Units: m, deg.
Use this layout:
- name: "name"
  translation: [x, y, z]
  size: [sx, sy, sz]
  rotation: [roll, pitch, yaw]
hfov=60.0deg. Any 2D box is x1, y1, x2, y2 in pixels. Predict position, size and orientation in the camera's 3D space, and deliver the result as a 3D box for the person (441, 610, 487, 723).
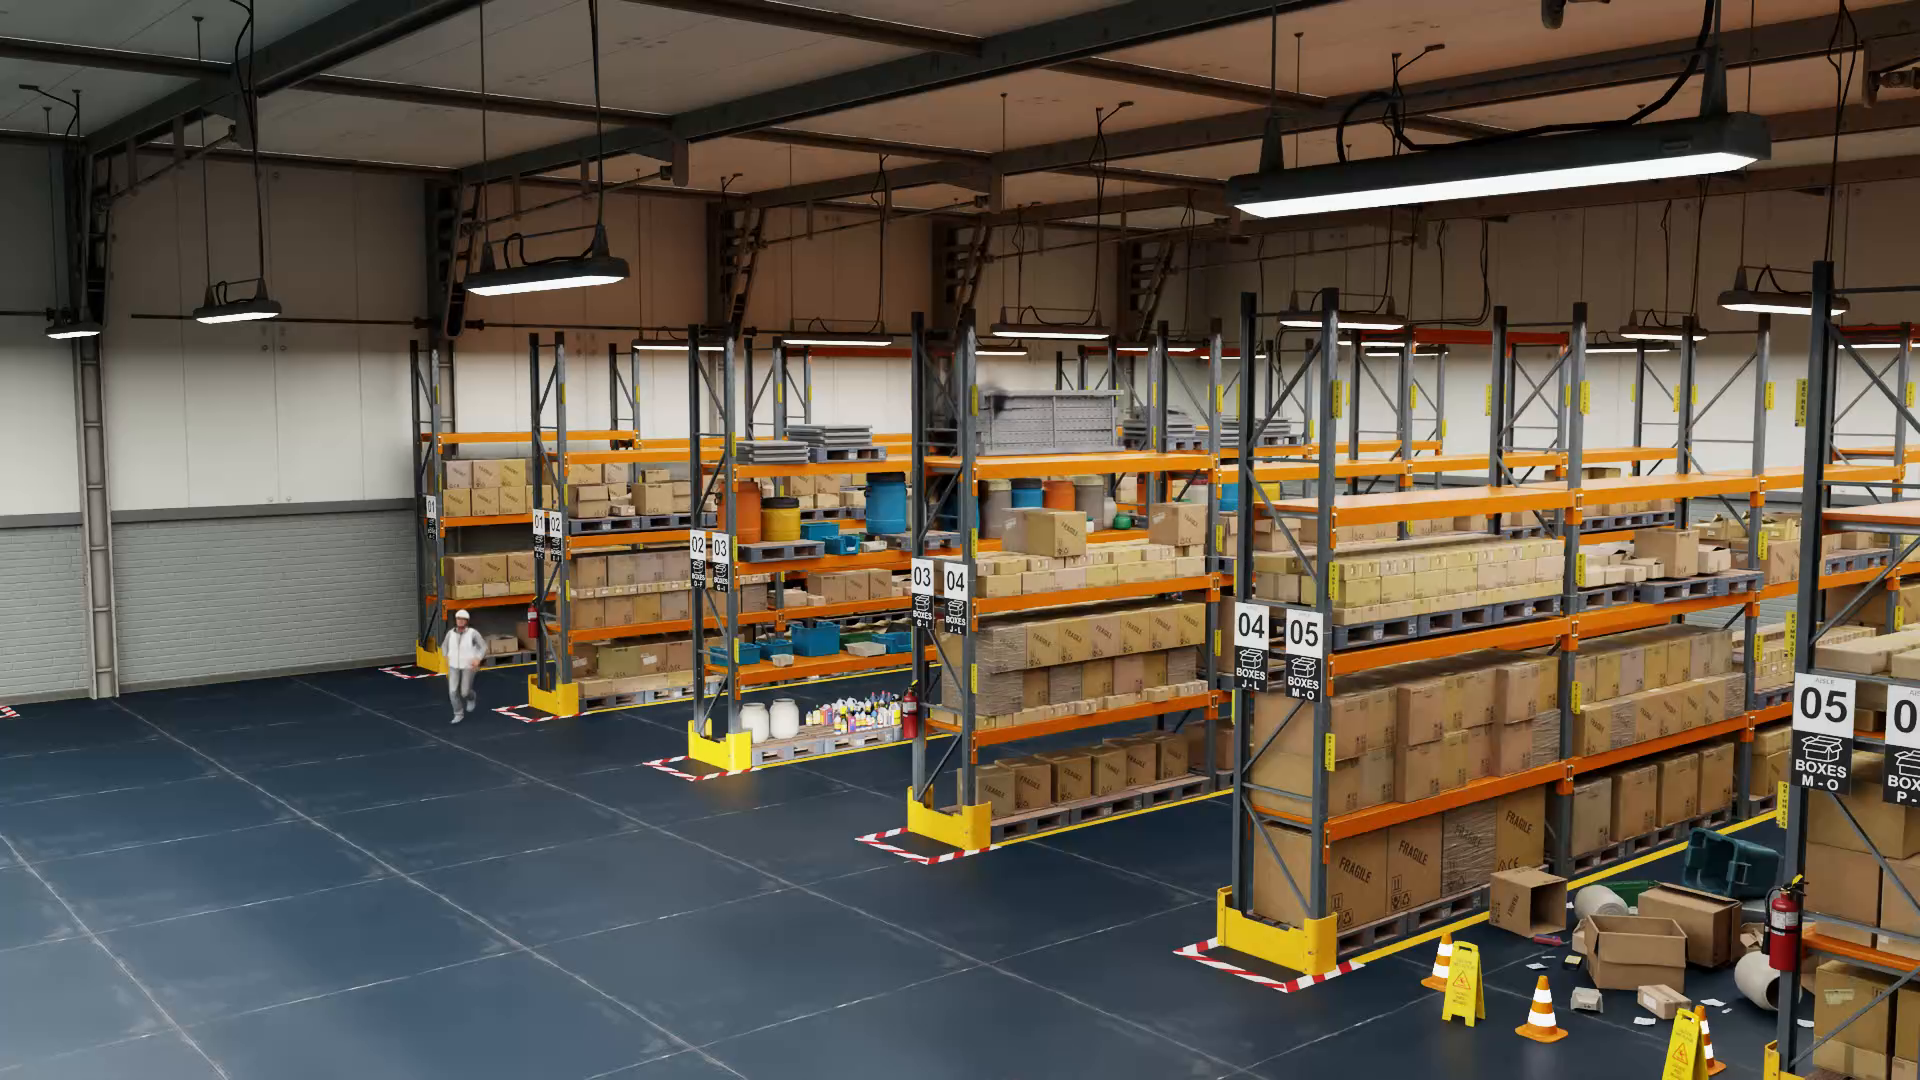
- name: "person"
  translation: [-7.680, 1.938, 25.755]
  size: [0.703, 1.741, 0.616]
  rotation: [0, 5, -1]
